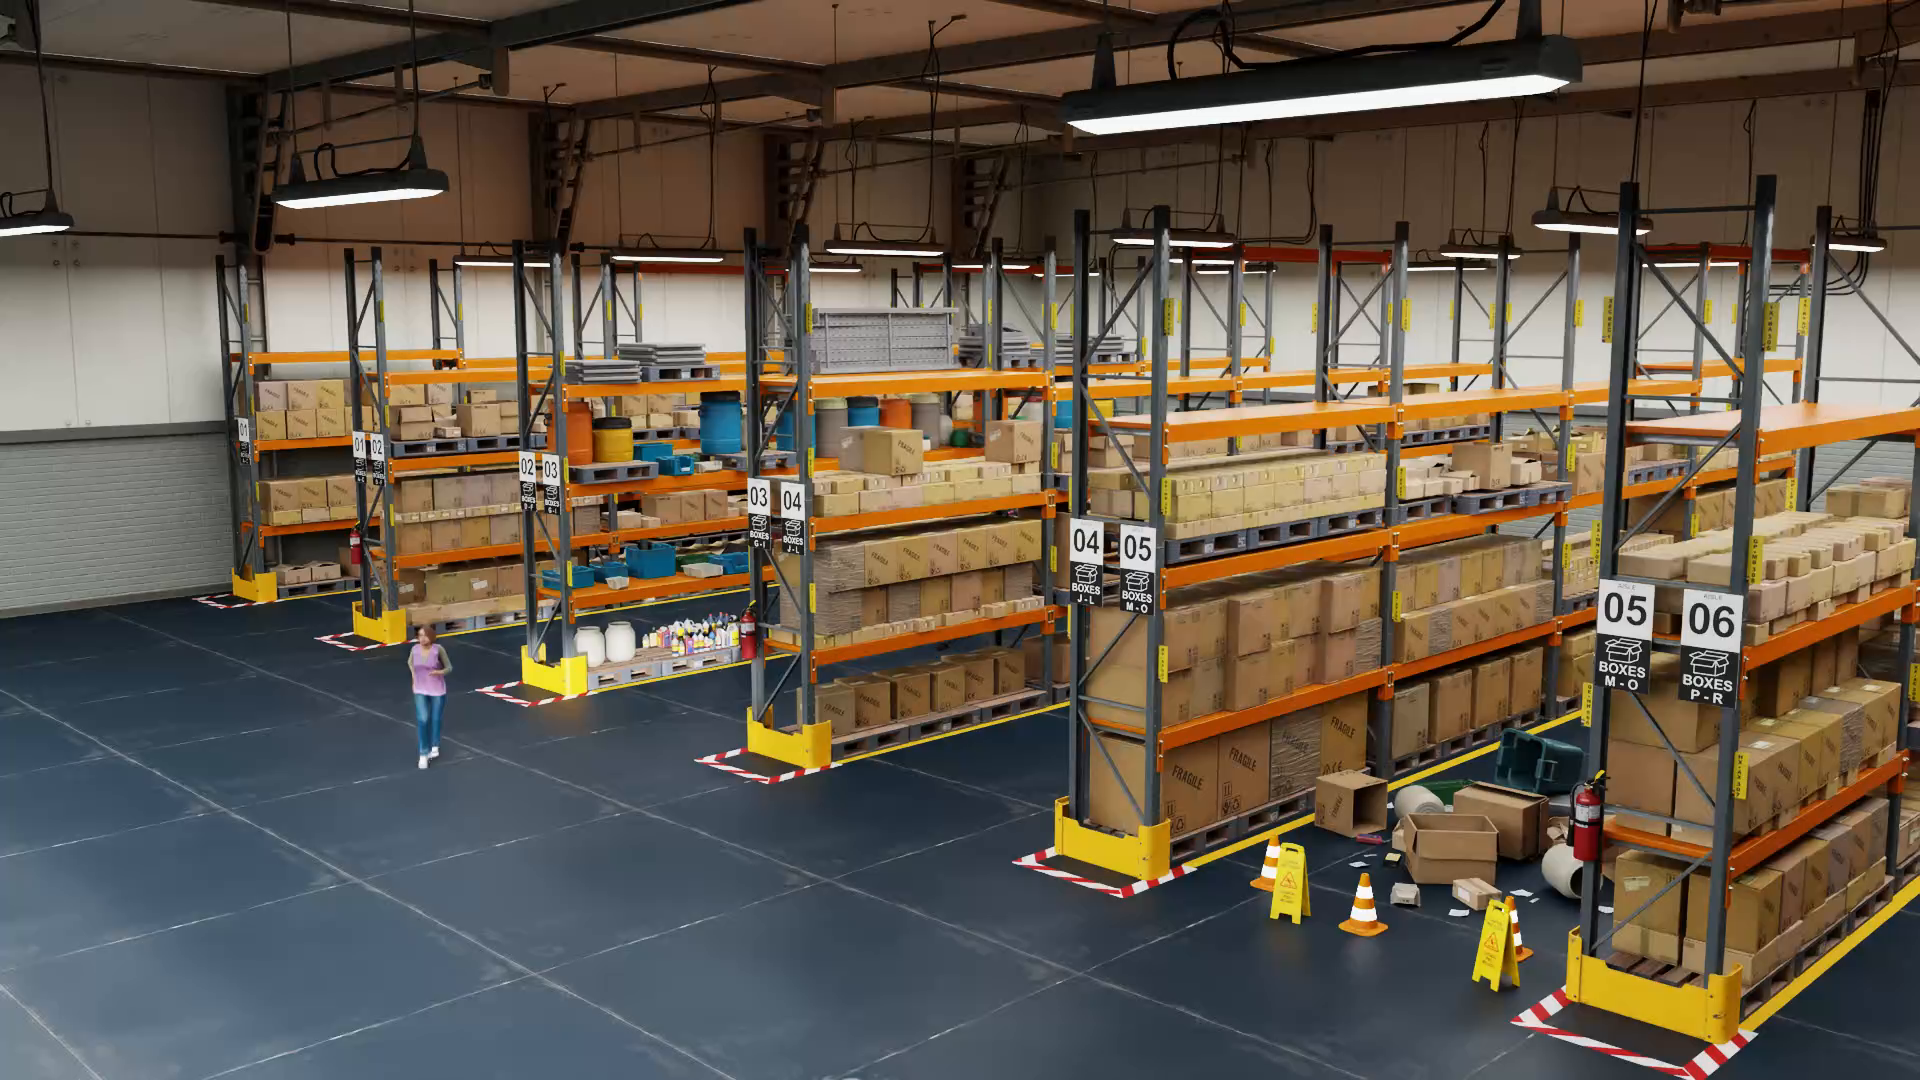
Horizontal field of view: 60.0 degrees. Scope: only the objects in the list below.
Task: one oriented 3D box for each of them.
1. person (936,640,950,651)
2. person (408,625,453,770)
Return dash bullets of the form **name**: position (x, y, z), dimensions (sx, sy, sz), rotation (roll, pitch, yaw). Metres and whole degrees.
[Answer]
- **person**: position (-0.209, 0.708, 23.616), dimensions (0.659, 1.690, 0.586), rotation (4, 9, 27)
- **person**: position (-5.943, 1.755, 18.675), dimensions (0.506, 1.640, 0.700), rotation (-2, 8, -11)
